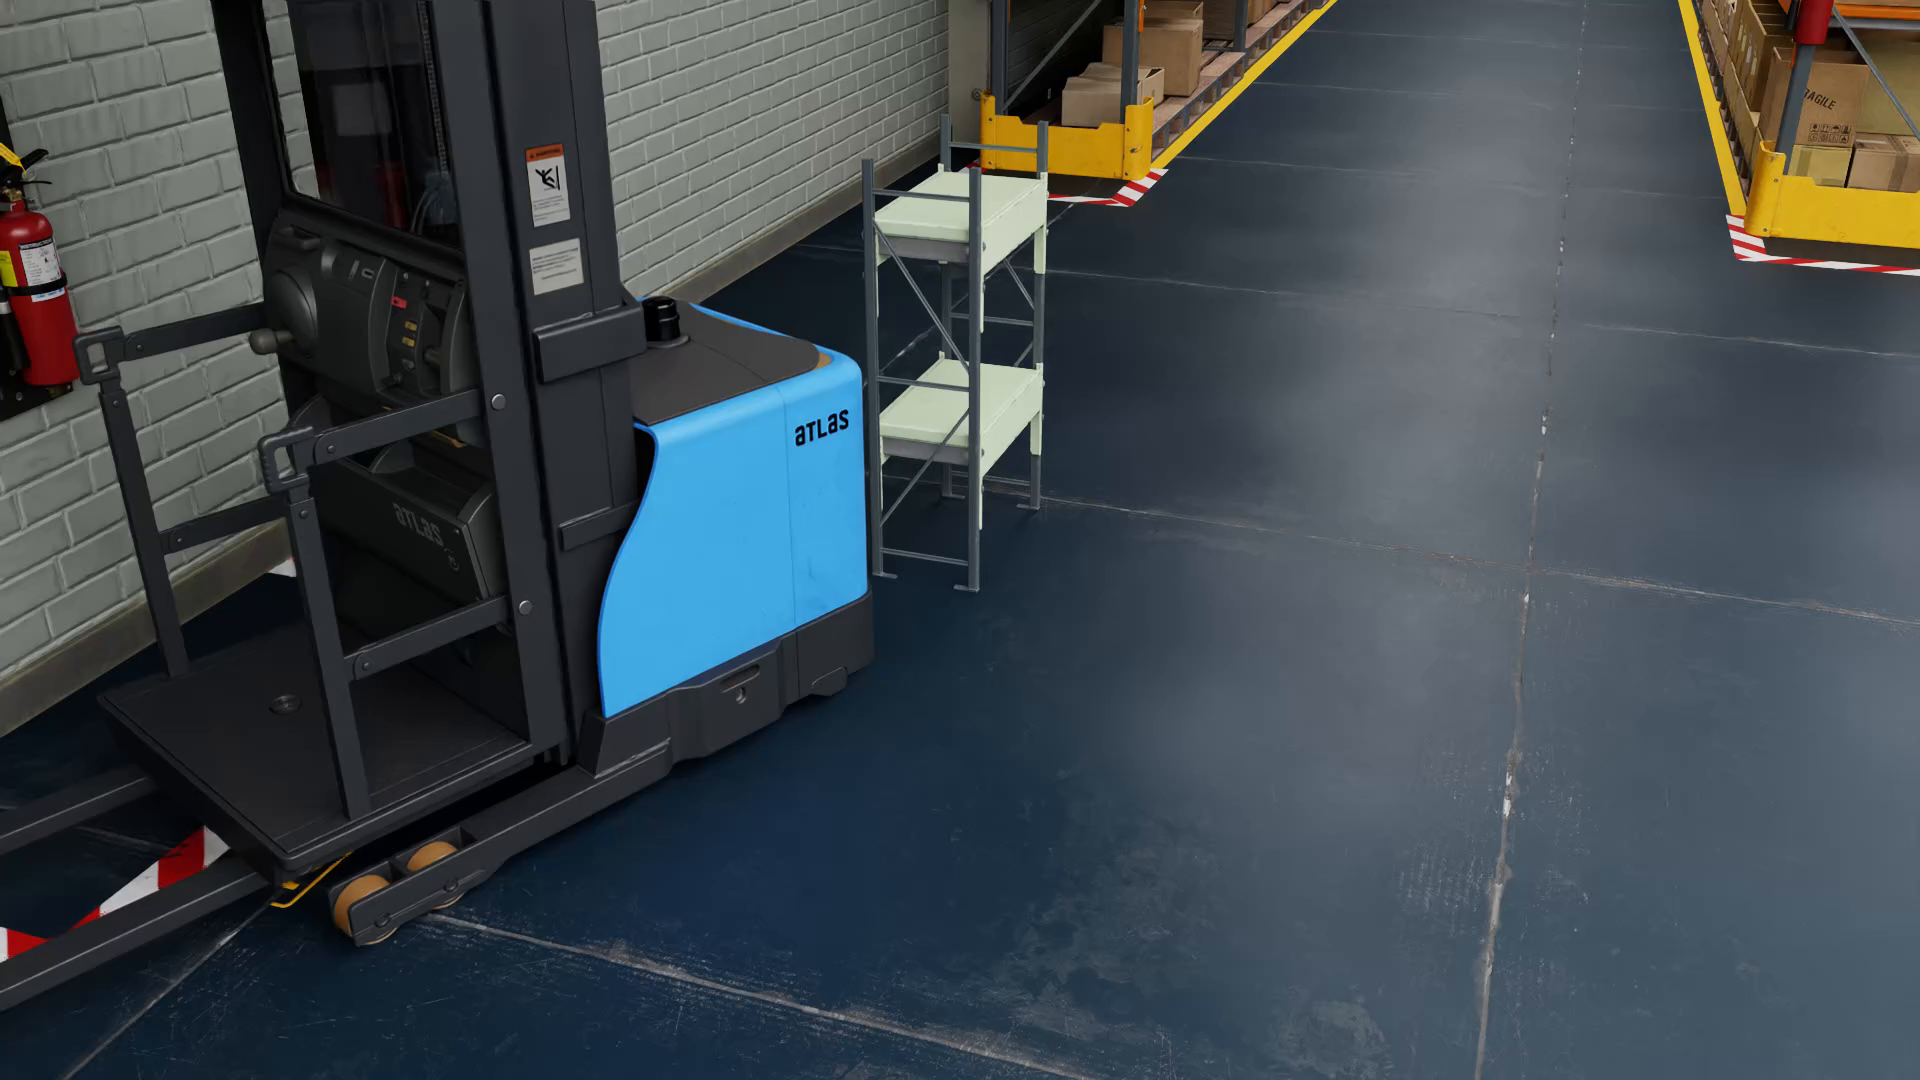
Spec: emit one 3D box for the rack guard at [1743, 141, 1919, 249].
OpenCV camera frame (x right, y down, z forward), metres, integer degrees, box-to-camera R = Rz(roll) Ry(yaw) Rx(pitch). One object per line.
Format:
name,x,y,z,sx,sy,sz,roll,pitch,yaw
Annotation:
rack guard,5.368,-2.056,9.924,1.175,0.500,0.348,9,27,17

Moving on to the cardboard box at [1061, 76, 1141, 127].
cardboard box,1.018,-3.167,11.930,0.500,0.311,0.500,6,26,12

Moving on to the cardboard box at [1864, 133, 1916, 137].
cardboard box,5.927,-2.537,10.721,0.500,0.250,0.500,9,27,17

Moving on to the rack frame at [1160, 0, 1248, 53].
rack frame,2.034,-5.552,14.275,1.000,3.000,0.127,9,27,17

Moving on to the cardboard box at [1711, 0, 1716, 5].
cardboard box,7.248,-5.084,15.338,0.500,0.311,0.500,8,27,16

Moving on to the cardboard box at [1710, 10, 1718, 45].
cardboard box,7.082,-4.626,15.035,0.500,0.250,0.500,9,27,18

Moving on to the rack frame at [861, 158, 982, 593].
rack frame,-0.124,-0.522,5.607,0.400,1.500,0.023,9,27,17

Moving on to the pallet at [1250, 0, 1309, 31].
pallet,3.104,-5.620,17.615,1.003,0.211,1.213,9,27,17

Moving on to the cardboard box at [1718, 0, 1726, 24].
cardboard box,6.907,-4.666,14.476,0.500,0.311,0.500,9,27,17

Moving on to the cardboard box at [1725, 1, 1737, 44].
cardboard box,6.571,-4.247,13.609,0.500,0.311,0.500,9,27,17

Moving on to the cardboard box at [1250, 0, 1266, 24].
cardboard box,2.596,-5.353,16.228,0.700,0.500,0.500,9,27,18

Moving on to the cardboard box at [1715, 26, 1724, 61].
cardboard box,6.741,-4.207,14.170,0.500,0.250,0.500,8,27,17

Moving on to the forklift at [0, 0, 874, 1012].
forklift,-1.647,-0.560,4.044,1.130,2.935,3.031,22,34,38

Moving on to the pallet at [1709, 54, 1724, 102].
pallet,6.915,-3.889,14.039,1.003,0.211,1.213,9,27,17

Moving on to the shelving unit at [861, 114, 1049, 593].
shelving unit,-0.002,-0.672,5.917,0.431,1.500,0.755,9,27,17

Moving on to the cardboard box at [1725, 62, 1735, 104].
cardboard box,6.095,-3.435,12.576,0.500,0.250,0.500,9,27,17

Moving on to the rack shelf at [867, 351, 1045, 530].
rack shelf,-0.002,-0.379,6.060,0.431,0.370,0.720,9,27,17

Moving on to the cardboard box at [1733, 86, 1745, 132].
cardboard box,5.763,-3.024,11.727,0.500,0.250,0.500,9,27,17

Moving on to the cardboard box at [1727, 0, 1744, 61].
cardboard box,6.257,-3.979,12.839,0.500,0.500,0.500,9,27,17

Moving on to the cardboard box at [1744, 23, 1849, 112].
cardboard box,5.592,-3.157,11.141,0.500,0.500,0.500,9,27,17

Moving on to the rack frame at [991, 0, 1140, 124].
rack frame,0.703,-3.908,10.880,1.000,3.000,0.127,9,27,17

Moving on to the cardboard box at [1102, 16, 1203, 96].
cardboard box,1.499,-3.781,12.980,0.700,0.500,0.500,7,27,14

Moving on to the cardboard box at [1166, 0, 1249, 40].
cardboard box,2.263,-4.930,15.353,0.700,0.500,0.500,10,27,19

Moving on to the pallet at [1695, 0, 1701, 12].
pallet,8.729,-6.025,18.451,1.003,0.211,1.213,9,27,17

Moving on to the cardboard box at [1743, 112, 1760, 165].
cardboard box,5.430,-2.613,10.879,0.500,0.250,0.500,9,27,17

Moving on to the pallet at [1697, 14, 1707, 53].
pallet,7.727,-4.891,16.110,1.003,0.211,1.213,9,27,17

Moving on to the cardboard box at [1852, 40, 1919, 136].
cardboard box,5.928,-2.874,10.557,0.500,0.500,0.500,9,27,17

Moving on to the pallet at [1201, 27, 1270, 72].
pallet,2.292,-4.617,15.544,1.003,0.211,1.213,9,27,17

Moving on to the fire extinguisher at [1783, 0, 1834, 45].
fire extinguisher,4.898,-3.175,9.455,0.296,0.674,0.183,9,27,17

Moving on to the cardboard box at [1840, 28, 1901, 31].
cardboard box,6.265,-3.284,11.404,0.500,0.500,0.500,9,27,17

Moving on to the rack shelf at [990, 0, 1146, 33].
rack shelf,1.368,-4.406,12.734,1.077,0.370,4.000,9,27,17

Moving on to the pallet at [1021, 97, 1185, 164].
pallet,1.032,-3.013,12.231,1.003,0.211,1.213,9,27,17

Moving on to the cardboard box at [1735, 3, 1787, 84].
cardboard box,5.924,-3.568,11.990,0.500,0.500,0.500,9,27,17

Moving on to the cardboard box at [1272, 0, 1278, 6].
cardboard box,2.894,-5.770,17.090,0.700,0.500,0.500,9,27,17

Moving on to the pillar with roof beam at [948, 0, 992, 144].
pillar with roof beam,4.180,-6.397,9.136,9.100,9.000,0.400,9,27,17

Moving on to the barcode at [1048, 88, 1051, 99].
barcode,0.647,-3.237,12.063,0.001,0.075,0.075,9,27,17

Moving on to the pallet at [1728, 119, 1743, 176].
pallet,5.998,-2.756,11.701,1.003,0.211,1.213,9,27,17

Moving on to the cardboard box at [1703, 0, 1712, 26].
cardboard box,7.420,-5.051,15.914,0.500,0.250,0.500,8,27,16
